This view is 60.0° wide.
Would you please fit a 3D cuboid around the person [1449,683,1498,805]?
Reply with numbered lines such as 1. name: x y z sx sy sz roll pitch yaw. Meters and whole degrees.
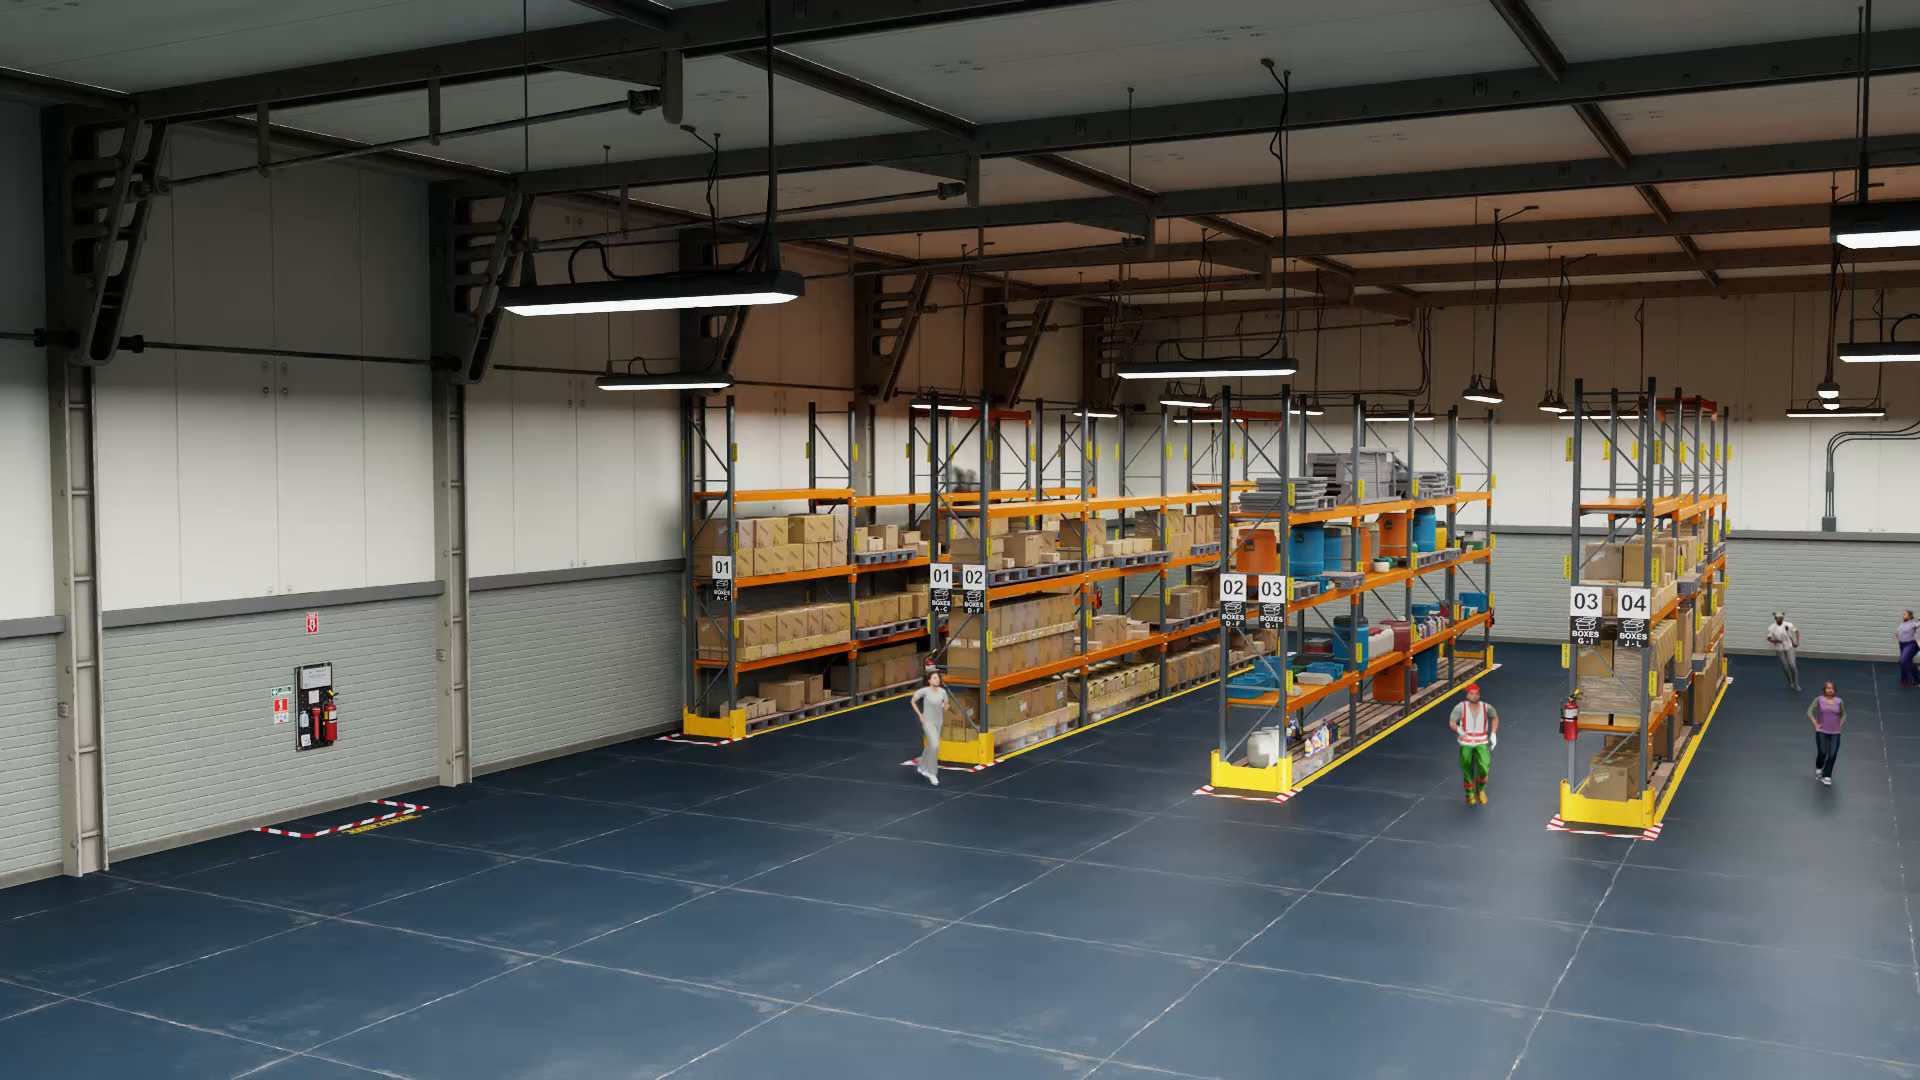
1. person: 7.238 2.883 23.456 0.651 1.735 0.702 1 3 13

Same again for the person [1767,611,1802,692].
1. person: 17.416 2.331 35.111 0.678 1.692 0.691 2 4 34

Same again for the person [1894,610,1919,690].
1. person: 20.119 2.326 35.227 0.746 1.692 0.664 0 3 -7

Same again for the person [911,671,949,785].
1. person: -0.432 2.837 25.336 0.560 1.715 0.698 -2 4 -35

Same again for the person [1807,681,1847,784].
1. person: 13.036 2.909 24.972 0.531 1.542 0.539 1 3 17
